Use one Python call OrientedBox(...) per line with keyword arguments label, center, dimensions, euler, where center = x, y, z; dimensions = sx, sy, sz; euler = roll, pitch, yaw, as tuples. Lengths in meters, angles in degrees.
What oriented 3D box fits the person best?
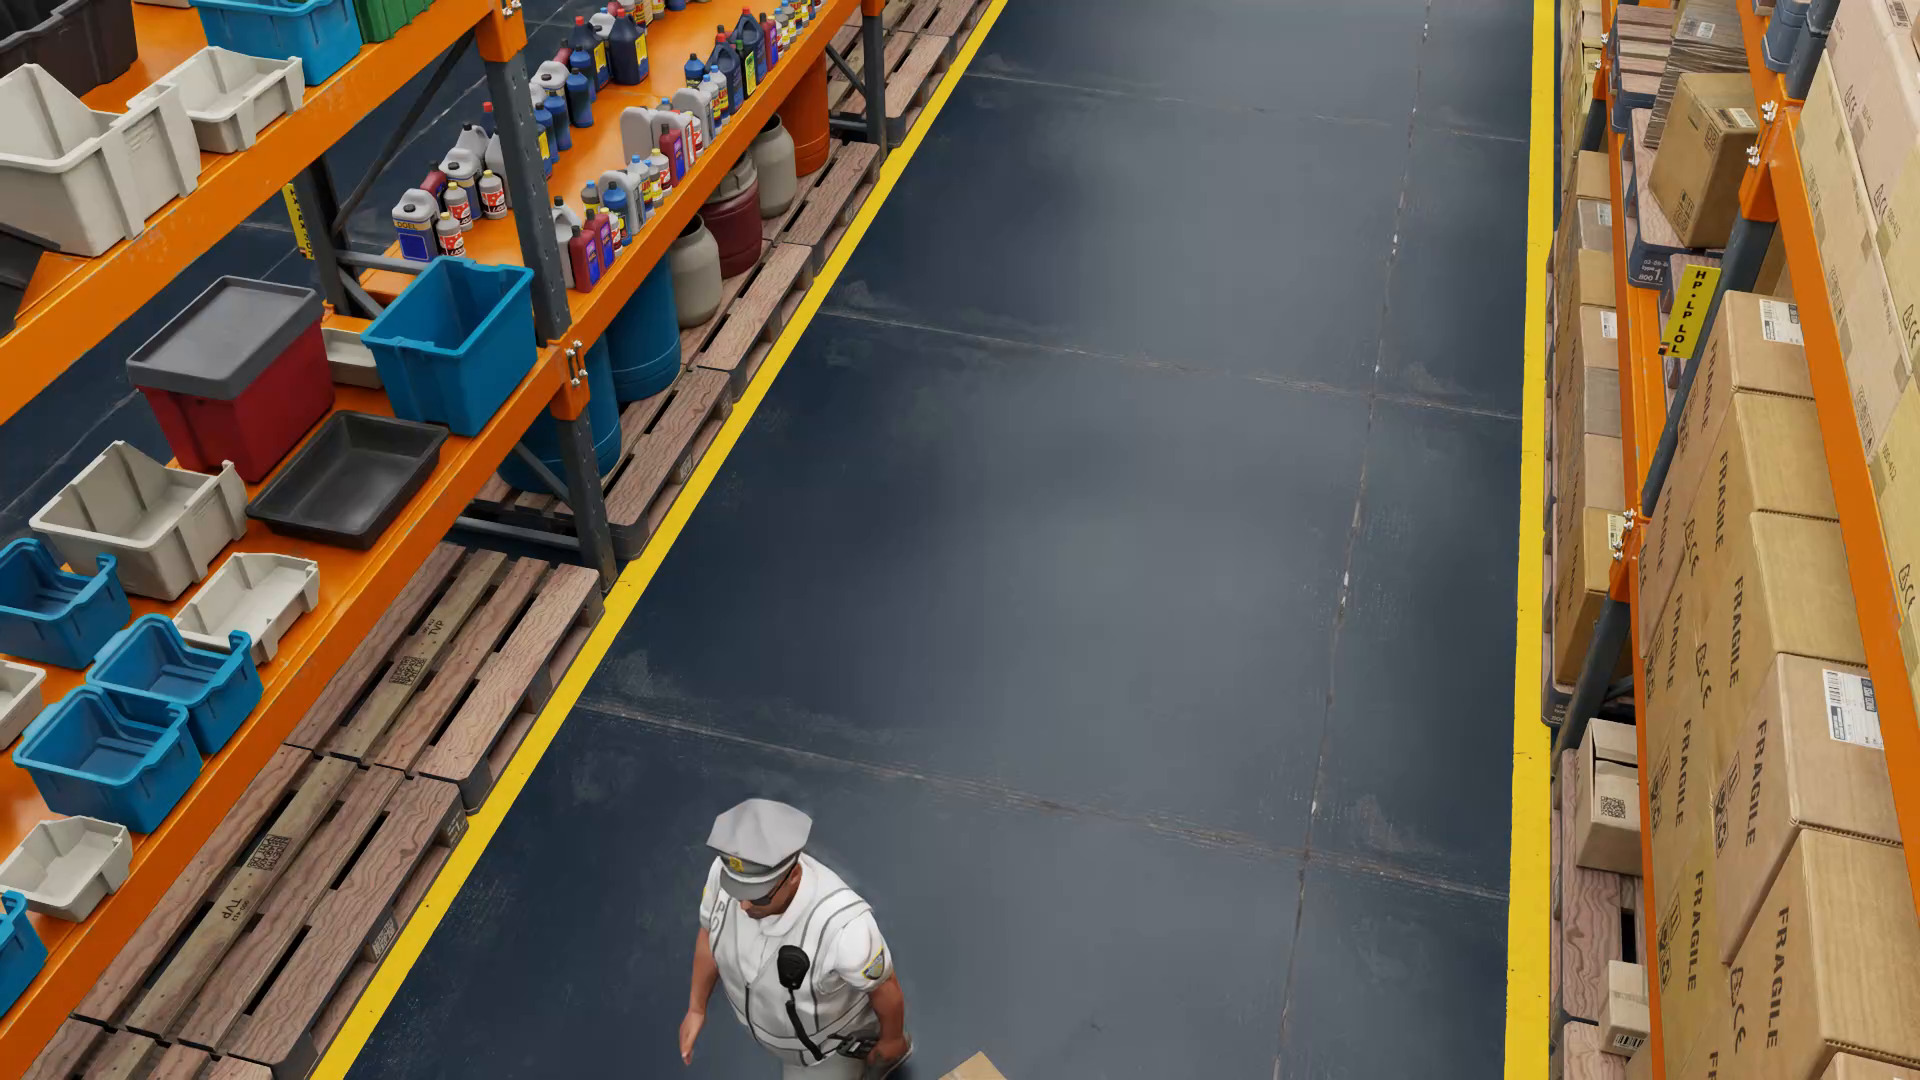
OrientedBox(label="person", center=(-0.465, 1.322, 4.610), dimensions=(0.556, 1.701, 1.047), euler=(30, 49, 30))
